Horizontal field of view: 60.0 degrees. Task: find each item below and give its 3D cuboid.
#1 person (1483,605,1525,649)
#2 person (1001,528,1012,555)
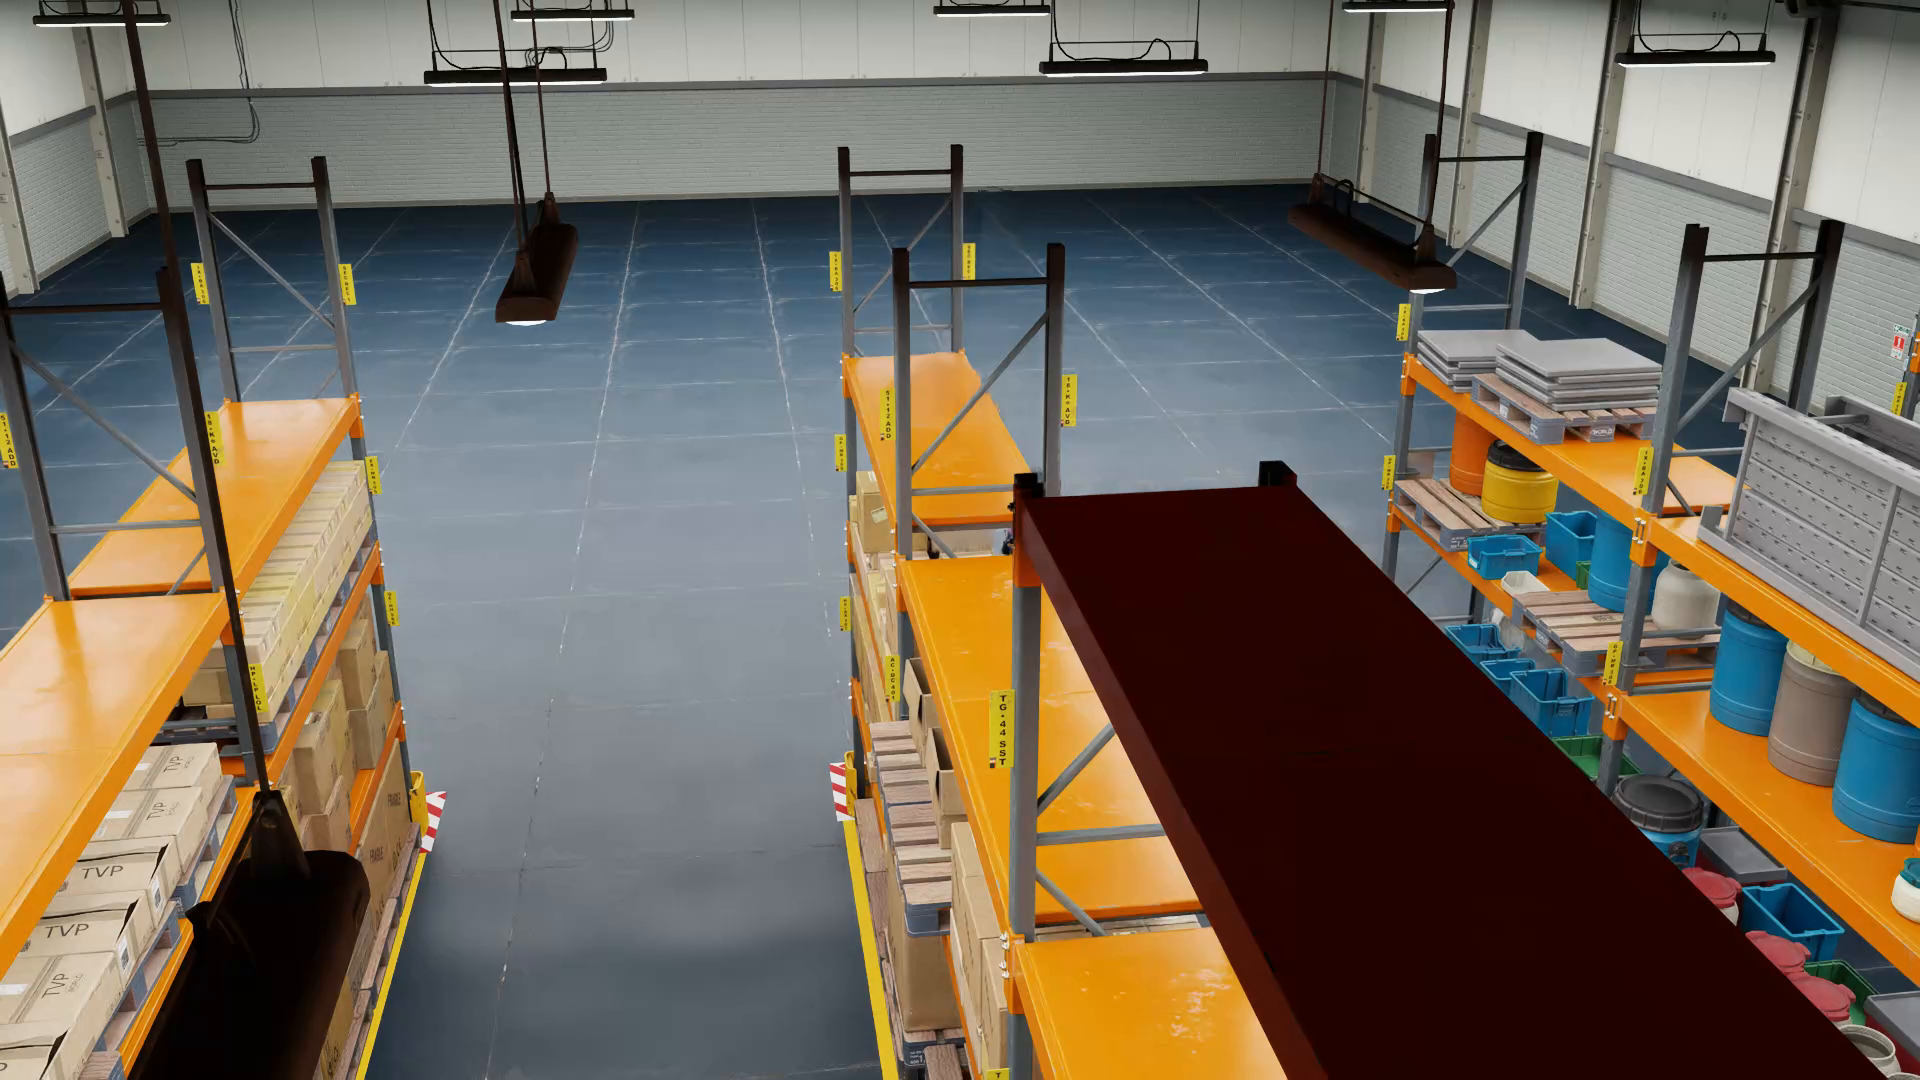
[{"bbox_3d":[5.498,1.079,16.765,0.537,1.623,0.763,-15,26,-33],"label":"person"},{"bbox_3d":[0.742,-0.088,19.730,0.717,1.624,0.564,10,24,23],"label":"person"}]
